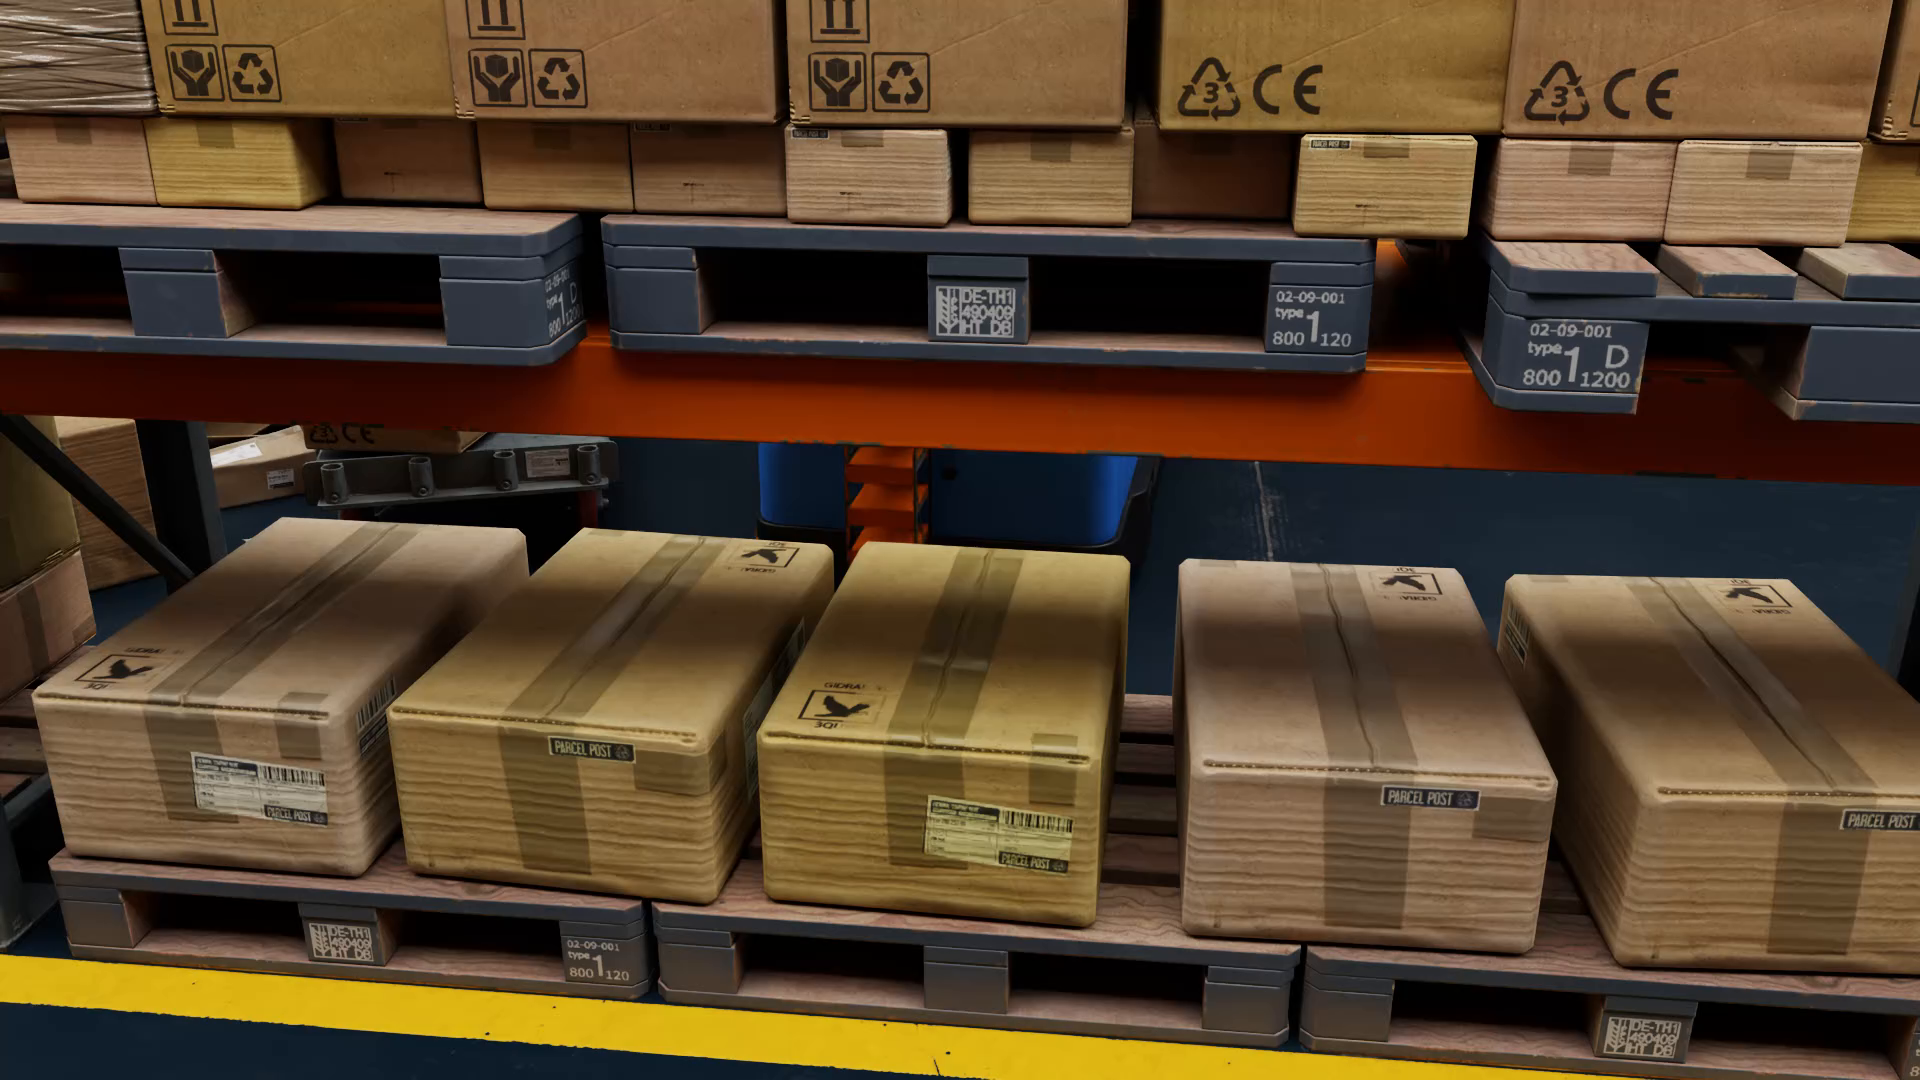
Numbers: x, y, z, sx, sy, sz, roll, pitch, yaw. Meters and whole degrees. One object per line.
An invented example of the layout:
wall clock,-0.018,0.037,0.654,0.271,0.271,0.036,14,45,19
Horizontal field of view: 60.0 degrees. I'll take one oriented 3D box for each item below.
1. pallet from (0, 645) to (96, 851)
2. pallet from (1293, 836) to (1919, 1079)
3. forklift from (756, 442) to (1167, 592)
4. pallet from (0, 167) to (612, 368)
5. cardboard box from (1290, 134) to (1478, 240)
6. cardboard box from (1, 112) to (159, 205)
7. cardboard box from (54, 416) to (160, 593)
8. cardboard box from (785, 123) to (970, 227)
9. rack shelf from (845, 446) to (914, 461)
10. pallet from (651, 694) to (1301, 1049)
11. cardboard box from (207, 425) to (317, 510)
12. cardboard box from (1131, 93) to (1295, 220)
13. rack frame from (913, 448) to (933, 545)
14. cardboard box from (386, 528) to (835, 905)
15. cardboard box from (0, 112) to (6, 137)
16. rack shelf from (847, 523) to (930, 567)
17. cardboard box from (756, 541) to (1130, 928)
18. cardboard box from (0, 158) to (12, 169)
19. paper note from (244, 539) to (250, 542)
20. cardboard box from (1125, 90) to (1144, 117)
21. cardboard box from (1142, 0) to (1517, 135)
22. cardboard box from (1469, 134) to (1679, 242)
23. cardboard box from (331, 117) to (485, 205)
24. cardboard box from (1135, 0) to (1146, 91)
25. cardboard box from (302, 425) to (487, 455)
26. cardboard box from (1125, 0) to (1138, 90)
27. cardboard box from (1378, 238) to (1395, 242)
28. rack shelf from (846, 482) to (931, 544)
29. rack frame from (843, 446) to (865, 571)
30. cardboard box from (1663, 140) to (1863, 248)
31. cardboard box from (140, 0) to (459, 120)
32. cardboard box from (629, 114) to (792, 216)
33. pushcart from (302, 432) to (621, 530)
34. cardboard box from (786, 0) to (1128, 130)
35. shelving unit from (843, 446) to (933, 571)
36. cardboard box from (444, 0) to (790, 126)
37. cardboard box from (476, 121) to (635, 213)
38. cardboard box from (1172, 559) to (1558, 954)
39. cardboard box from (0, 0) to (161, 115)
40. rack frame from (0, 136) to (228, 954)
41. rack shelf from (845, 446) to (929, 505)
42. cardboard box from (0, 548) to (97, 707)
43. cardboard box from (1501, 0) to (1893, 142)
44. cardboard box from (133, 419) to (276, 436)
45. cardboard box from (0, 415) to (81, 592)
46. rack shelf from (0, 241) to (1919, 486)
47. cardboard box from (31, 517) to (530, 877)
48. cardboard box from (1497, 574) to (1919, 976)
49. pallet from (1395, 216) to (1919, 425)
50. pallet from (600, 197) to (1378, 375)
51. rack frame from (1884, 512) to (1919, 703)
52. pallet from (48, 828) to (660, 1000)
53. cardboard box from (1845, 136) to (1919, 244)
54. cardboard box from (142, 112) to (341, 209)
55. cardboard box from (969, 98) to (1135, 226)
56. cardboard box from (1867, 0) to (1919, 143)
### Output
pallet,-2.589,0.531,3.809,1.213,0.211,1.003,2,22,6
pallet,1.279,0.686,3.418,1.213,0.211,1.003,2,22,6
forklift,0.195,-1.629,5.573,1.130,2.935,3.031,4,22,10
pallet,-1.176,-0.574,3.073,1.213,0.211,1.003,2,22,6
cardboard box,0.647,-0.584,2.606,0.250,0.149,0.380,3,22,7
cardboard box,-1.406,-0.689,2.873,0.250,0.149,0.380,3,22,7
cardboard box,-2.822,-0.131,5.089,0.500,0.500,0.500,-19,28,-40
cardboard box,-0.115,-0.622,2.704,0.250,0.149,0.380,3,22,8
rack shelf,-0.187,-0.300,4.361,0.180,0.103,0.258,3,22,9
pallet,0.071,0.632,3.553,1.213,0.211,1.003,2,22,6
cardboard box,-2.474,-0.297,5.830,0.396,0.266,0.258,-14,25,-31
cardboard box,0.412,-0.640,2.750,0.250,0.149,0.380,3,22,7
rack frame,-0.097,-0.224,4.375,0.006,1.200,0.240,3,22,9
cardboard box,-0.682,0.329,3.531,0.625,0.372,0.950,4,22,10
cardboard box,-2.322,-1.055,3.488,0.500,0.500,0.500,2,22,6
rack shelf,-0.187,0.035,4.493,0.180,0.103,0.258,3,22,9
cardboard box,0.009,0.358,3.457,0.625,0.372,0.950,3,22,8
cardboard box,-2.193,-0.763,3.633,0.250,0.149,0.380,2,22,6
paper note,-2.243,-0.015,5.435,0.142,0.019,0.148,2,22,6
cardboard box,0.406,-0.789,3.127,0.250,0.149,0.380,3,22,8
cardboard box,0.554,-0.915,2.561,0.500,0.500,0.500,1,22,3
cardboard box,0.922,-0.577,2.589,0.250,0.149,0.380,1,22,4
cardboard box,-0.869,-0.690,2.877,0.250,0.149,0.380,4,22,10
cardboard box,0.589,-1.101,3.033,0.500,0.500,0.500,3,22,7
cardboard box,-1.738,-0.590,5.223,0.500,0.500,0.500,2,22,6
cardboard box,0.093,-1.126,3.095,0.500,0.500,0.500,2,22,4
cardboard box,1.943,-1.596,7.887,0.750,0.750,1.050,2,22,6
rack shelf,-0.187,-0.077,4.449,0.180,0.103,0.258,3,22,9
rack frame,-0.278,-0.235,4.402,0.006,1.200,0.240,3,22,9
cardboard box,1.171,-0.563,2.554,0.250,0.149,0.380,2,22,6
cardboard box,-0.988,-0.983,2.735,0.500,0.500,0.500,3,22,6
cardboard box,-0.373,-0.653,2.781,0.250,0.149,0.380,3,22,7
pushcart,-1.699,-0.365,5.849,0.936,0.377,1.648,-5,22,-12
cardboard box,0.012,-0.939,2.622,0.500,0.500,0.500,2,22,4
shelving unit,-0.187,-0.230,4.388,0.189,1.200,0.258,3,22,9
cardboard box,-0.499,-0.957,2.668,0.500,0.500,0.500,2,22,6
cardboard box,-0.618,-0.664,2.810,0.250,0.149,0.380,3,22,7
cardboard box,0.761,0.393,3.368,0.625,0.372,0.950,2,22,5
cardboard box,-1.486,-1.005,2.789,0.500,0.500,0.500,3,22,8
rack frame,-1.918,-0.750,3.256,0.127,3.000,1.000,2,22,6
rack shelf,-0.187,-0.188,4.405,0.180,0.103,0.258,3,22,9
cardboard box,-2.472,0.210,3.998,0.500,0.250,0.500,2,22,4
cardboard box,1.056,-0.893,2.507,0.500,0.500,0.500,2,22,5
cardboard box,-2.918,-0.636,6.179,0.503,0.637,0.797,2,22,6
cardboard box,-2.472,-0.139,3.860,0.500,0.500,0.500,4,22,9
rack shelf,0.069,-0.328,3.169,4.000,0.370,1.077,2,22,6
cardboard box,-1.396,0.299,3.607,0.625,0.372,0.950,3,22,7
cardboard box,1.495,0.422,3.295,0.625,0.372,0.950,1,22,3
pallet,1.334,-0.479,2.833,1.003,0.211,1.213,2,22,6
pallet,0.084,-0.558,3.032,1.213,0.211,1.003,2,22,6
rack frame,2.055,-0.576,2.818,0.127,3.000,1.000,2,22,6
pallet,-1.144,0.580,3.685,1.213,0.211,1.003,2,22,6
cardboard box,1.427,-0.568,2.568,0.250,0.149,0.380,3,22,7
cardboard box,-1.159,-0.675,2.837,0.250,0.149,0.380,3,22,7
cardboard box,0.153,-0.621,2.702,0.250,0.149,0.380,2,22,5
cardboard box,1.570,-0.875,2.461,0.500,0.500,0.500,2,22,5
